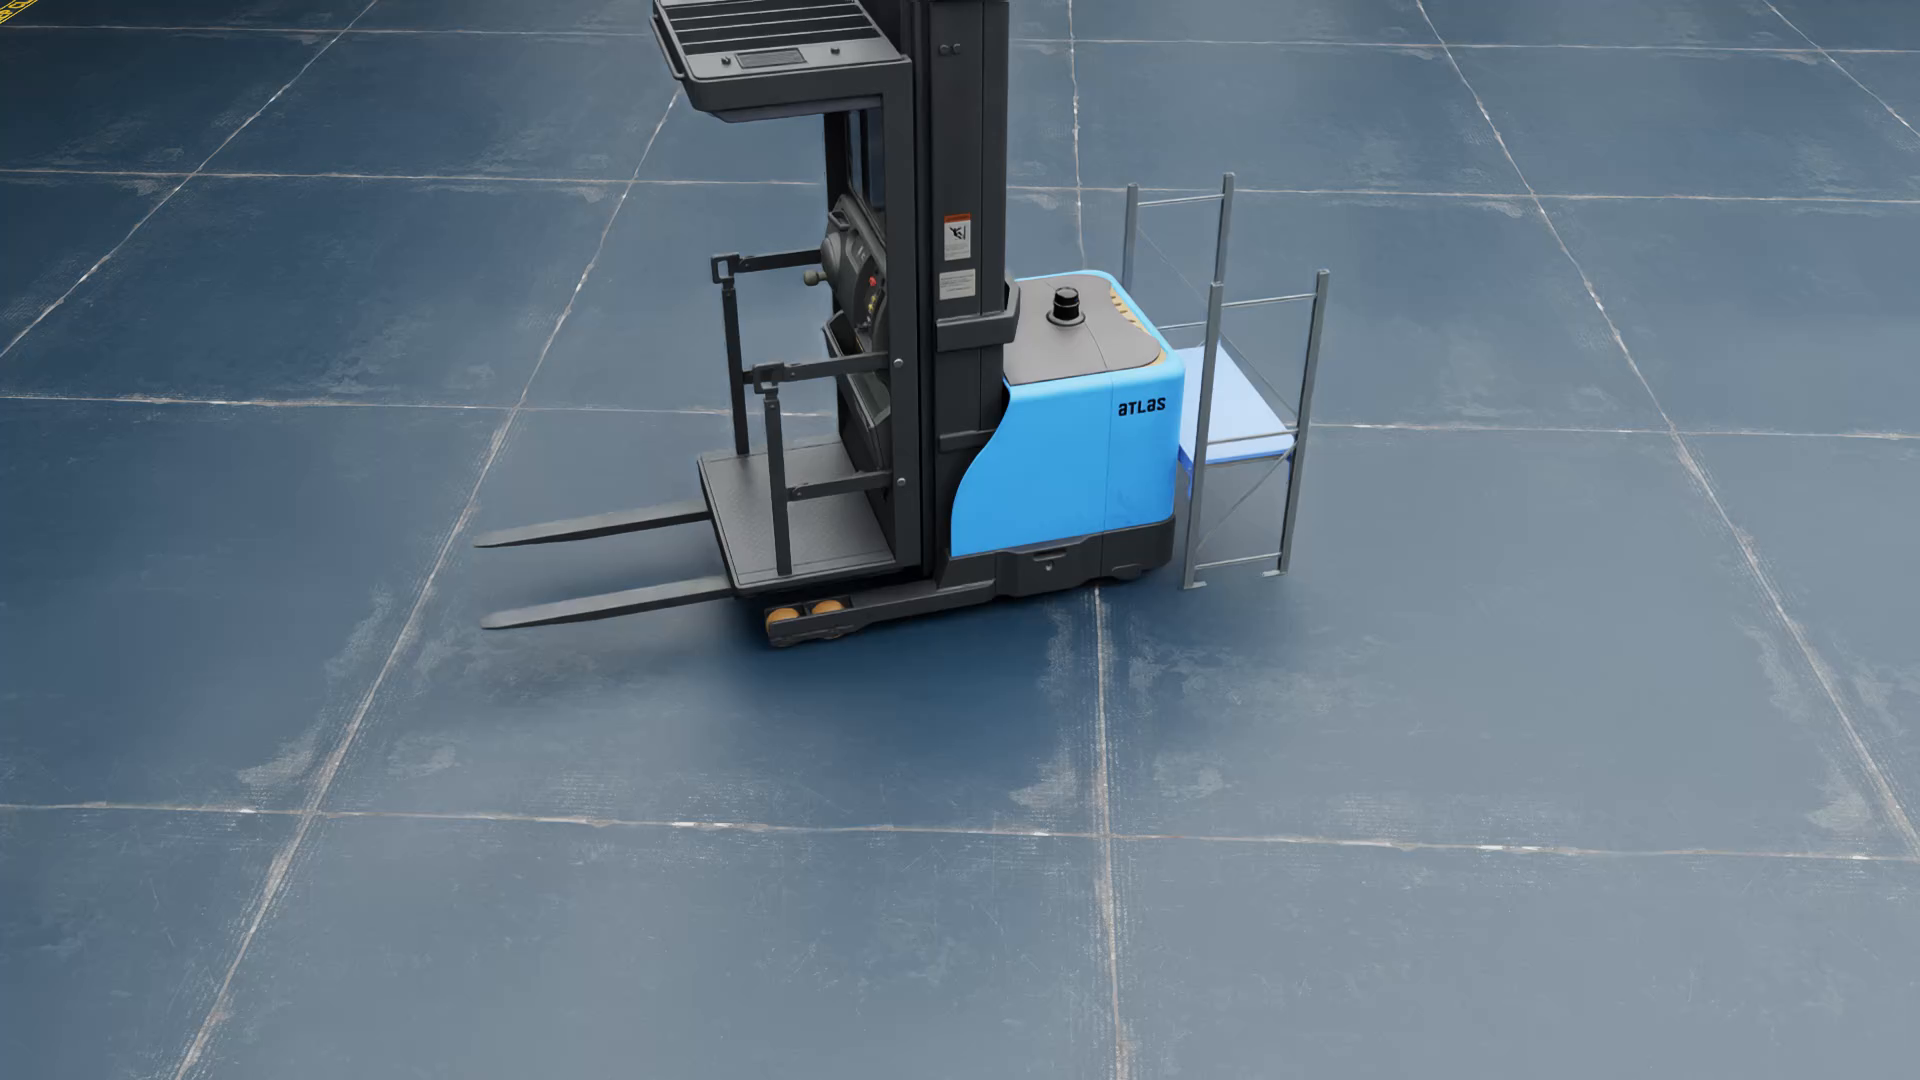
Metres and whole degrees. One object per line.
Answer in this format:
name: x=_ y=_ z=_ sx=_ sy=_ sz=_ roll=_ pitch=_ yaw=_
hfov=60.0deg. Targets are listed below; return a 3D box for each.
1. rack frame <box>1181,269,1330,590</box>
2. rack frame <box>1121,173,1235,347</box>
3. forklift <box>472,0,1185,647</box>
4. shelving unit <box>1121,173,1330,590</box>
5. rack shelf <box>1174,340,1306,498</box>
rack frame: x=1.239 y=-0.433 z=7.062 sx=0.500 sy=1.500 sz=0.032 roll=-8 pitch=36 yaw=-12
rack frame: x=0.991 y=-1.000 z=7.869 sx=0.500 sy=1.500 sz=0.032 roll=-8 pitch=36 yaw=-12
forklift: x=-0.614 y=-1.081 z=6.740 sx=3.031 sy=2.935 sz=1.130 roll=-9 pitch=36 yaw=-13
shelving unit: x=1.115 y=-0.717 z=7.465 sx=0.538 sy=1.500 sz=1.048 roll=-8 pitch=36 yaw=-12
rack shelf: x=1.115 y=-0.570 z=7.569 sx=0.538 sy=0.185 sz=1.000 roll=-8 pitch=36 yaw=-12
